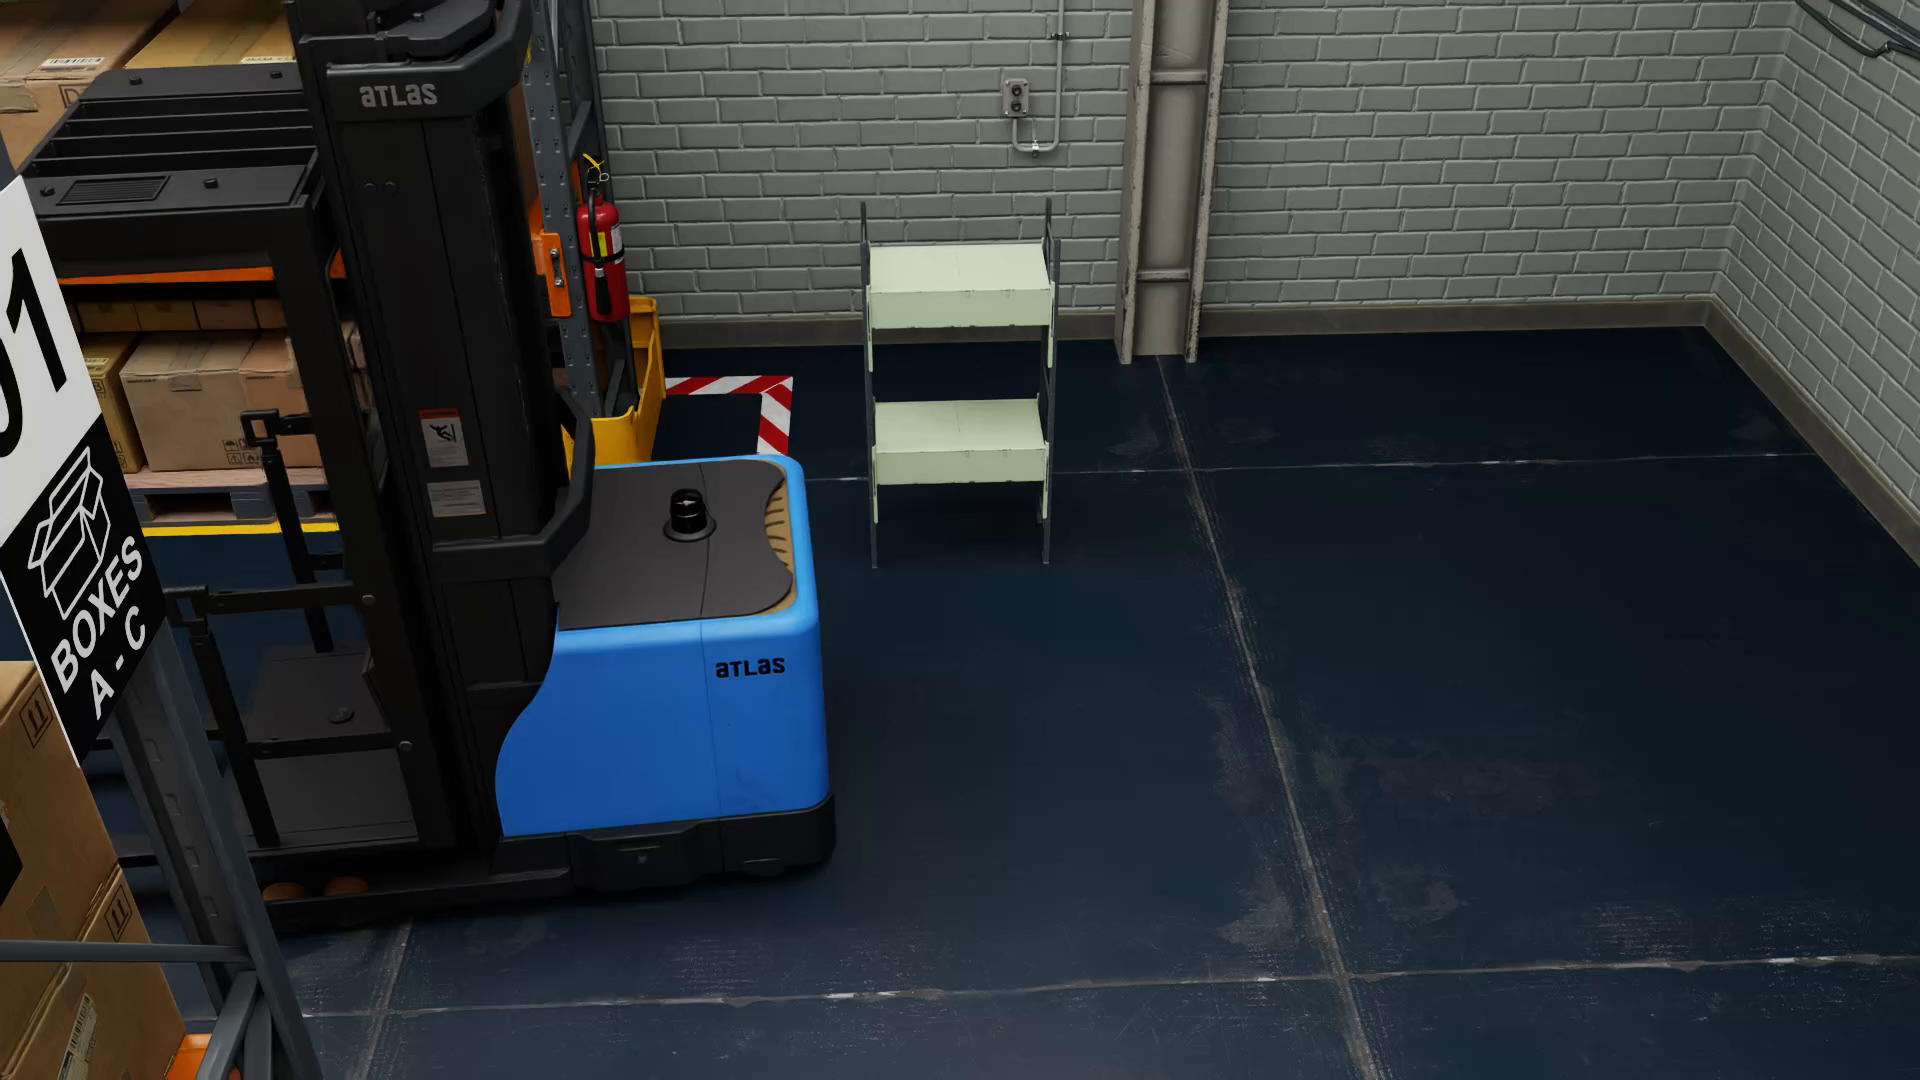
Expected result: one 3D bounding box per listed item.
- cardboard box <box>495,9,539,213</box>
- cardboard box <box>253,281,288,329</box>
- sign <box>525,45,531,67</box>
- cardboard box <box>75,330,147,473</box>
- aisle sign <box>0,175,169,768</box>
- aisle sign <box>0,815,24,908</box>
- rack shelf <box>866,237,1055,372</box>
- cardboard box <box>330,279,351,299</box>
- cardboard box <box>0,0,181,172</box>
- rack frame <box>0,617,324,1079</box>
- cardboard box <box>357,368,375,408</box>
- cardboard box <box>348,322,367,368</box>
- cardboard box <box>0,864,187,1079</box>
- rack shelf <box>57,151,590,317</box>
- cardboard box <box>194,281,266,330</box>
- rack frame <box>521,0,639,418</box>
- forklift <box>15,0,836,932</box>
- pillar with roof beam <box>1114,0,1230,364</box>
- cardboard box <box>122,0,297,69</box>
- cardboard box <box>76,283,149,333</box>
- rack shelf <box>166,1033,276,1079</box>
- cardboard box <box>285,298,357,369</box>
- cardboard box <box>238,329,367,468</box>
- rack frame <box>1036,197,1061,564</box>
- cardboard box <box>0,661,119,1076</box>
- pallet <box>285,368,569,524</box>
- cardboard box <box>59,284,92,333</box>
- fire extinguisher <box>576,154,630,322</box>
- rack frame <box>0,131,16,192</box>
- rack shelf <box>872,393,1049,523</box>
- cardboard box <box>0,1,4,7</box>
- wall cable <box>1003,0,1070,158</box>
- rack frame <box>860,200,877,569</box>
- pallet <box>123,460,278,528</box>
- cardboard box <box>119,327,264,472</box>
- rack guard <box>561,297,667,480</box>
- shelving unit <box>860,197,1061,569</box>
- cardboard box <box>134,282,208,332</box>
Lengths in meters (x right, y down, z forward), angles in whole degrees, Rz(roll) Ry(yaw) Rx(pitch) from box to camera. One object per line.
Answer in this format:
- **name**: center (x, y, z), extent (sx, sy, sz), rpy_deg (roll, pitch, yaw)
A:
- **cardboard box**: center (-2.148, -1.772, 6.911), extent (0.700, 0.700, 0.980), rpy_deg (0, 35, 0)
- **cardboard box**: center (-2.974, -1.101, 7.462), extent (0.250, 0.149, 0.380), rpy_deg (-1, 35, -2)
- **sign**: center (-1.627, -1.933, 6.182), extent (0.005, 0.325, 0.100), rpy_deg (-2, 35, -2)
- **cardboard box**: center (-3.867, -0.692, 7.441), extent (0.500, 0.500, 0.700), rpy_deg (-1, 35, -1)
- **aisle sign**: center (-1.346, -0.090, 2.460), extent (0.004, 0.787, 0.394), rpy_deg (-2, 35, -2)
- **aisle sign**: center (-1.318, 0.251, 1.967), extent (0.004, 0.787, 0.394), rpy_deg (-2, 35, -2)
- **rack shelf**: center (-0.007, -0.937, 6.601), extent (0.720, 0.370, 0.431), rpy_deg (-2, 35, -2)
- **cardboard box**: center (-2.724, -1.107, 7.471), extent (0.250, 0.149, 0.380), rpy_deg (-1, 35, -2)
- **cardboard box**: center (-3.636, -1.731, 6.852), extent (0.700, 0.700, 0.980), rpy_deg (-3, 35, -5)
- **rack frame**: center (-1.400, 1.147, 2.956), extent (0.127, 3.000, 1.000), rpy_deg (-2, 35, -2)
- **cardboard box**: center (-2.333, -0.737, 7.507), extent (0.500, 0.500, 0.700), rpy_deg (-2, 35, -2)
- **cardboard box**: center (-2.453, -0.897, 7.168), extent (0.250, 0.149, 0.380), rpy_deg (-2, 35, -3)
- **cardboard box**: center (-1.856, 0.968, 3.127), extent (0.500, 0.500, 0.500), rpy_deg (-1, 35, -1)
- **rack shelf**: center (-3.636, -1.319, 7.152), extent (4.000, 0.370, 1.077), rpy_deg (-2, 35, -2)
- **cardboard box**: center (-3.228, -1.093, 7.452), extent (0.250, 0.149, 0.380), rpy_deg (-1, 35, -2)
- **rack frame**: center (-1.639, -1.668, 7.025), extent (0.127, 3.000, 1.000), rpy_deg (-2, 35, -2)
- **forklift**: center (-1.978, -0.252, 5.038), extent (3.031, 2.935, 1.130), rpy_deg (-4, 35, -6)
- **pillar with roof beam**: center (1.221, -2.253, 2.597), extent (0.400, 9.000, 9.100), rpy_deg (-2, 35, -2)
- **cardboard box**: center (-2.874, -1.746, 6.874), extent (0.700, 0.700, 0.980), rpy_deg (-2, 35, -3)
- **cardboard box**: center (-3.737, -1.080, 7.432), extent (0.250, 0.149, 0.380), rpy_deg (-2, 35, -3)
- **rack shelf**: center (-3.398, 1.497, 3.083), extent (4.000, 0.370, 1.077), rpy_deg (-2, 35, -2)
- **cardboard box**: center (-2.708, -0.890, 7.157), extent (0.250, 0.149, 0.380), rpy_deg (-1, 35, -1)
- **cardboard box**: center (-2.833, -0.724, 7.488), extent (0.500, 0.500, 0.700), rpy_deg (-2, 35, -2)
- **rack frame**: center (0.359, -0.626, 6.837), extent (0.023, 1.500, 0.400), rpy_deg (-2, 35, -2)
- **cardboard box**: center (-1.856, 0.557, 2.843), extent (0.500, 0.500, 0.500), rpy_deg (-1, 35, -1)
- **pallet**: center (-2.434, -0.456, 7.723), extent (1.213, 0.211, 1.003), rpy_deg (-2, 35, -2)
- **cardboard box**: center (-3.995, -1.072, 7.421), extent (0.250, 0.149, 0.380), rpy_deg (-1, 35, -2)
- **fire extinguisher**: center (-1.466, -1.225, 6.780), extent (0.183, 0.674, 0.296), rpy_deg (-2, 35, -2)
- **rack frame**: center (-1.400, -1.320, 1.249), extent (0.127, 3.000, 1.000), rpy_deg (-2, 35, -2)
- **rack shelf**: center (-0.007, -0.348, 7.008), extent (0.720, 0.370, 0.431), rpy_deg (-2, 35, -2)
- **cardboard box**: center (-4.362, -1.706, 6.815), extent (0.700, 0.700, 0.980), rpy_deg (-2, 35, -3)
- **wall cable**: center (-0.404, -2.658, 7.563), extent (1.851, 1.984, 0.084), rpy_deg (-2, 35, -2)
- **rack frame**: center (-0.372, -0.607, 6.809), extent (0.023, 1.500, 0.400), rpy_deg (-2, 35, -2)
- **pallet**: center (-3.649, -0.425, 7.678), extent (1.213, 0.211, 1.003), rpy_deg (-2, 35, -2)
- **cardboard box**: center (-3.335, -0.710, 7.468), extent (0.500, 0.500, 0.700), rpy_deg (-3, 35, -4)
- **rack guard**: center (-1.615, -0.641, 7.737), extent (0.348, 0.500, 1.175), rpy_deg (-2, 35, -2)
- **shelving unit**: center (-0.007, -0.617, 6.823), extent (0.755, 1.500, 0.431), rpy_deg (-2, 35, -2)
- **cardboard box**: center (-3.484, -1.086, 7.441), extent (0.250, 0.149, 0.380), rpy_deg (-1, 35, -2)
